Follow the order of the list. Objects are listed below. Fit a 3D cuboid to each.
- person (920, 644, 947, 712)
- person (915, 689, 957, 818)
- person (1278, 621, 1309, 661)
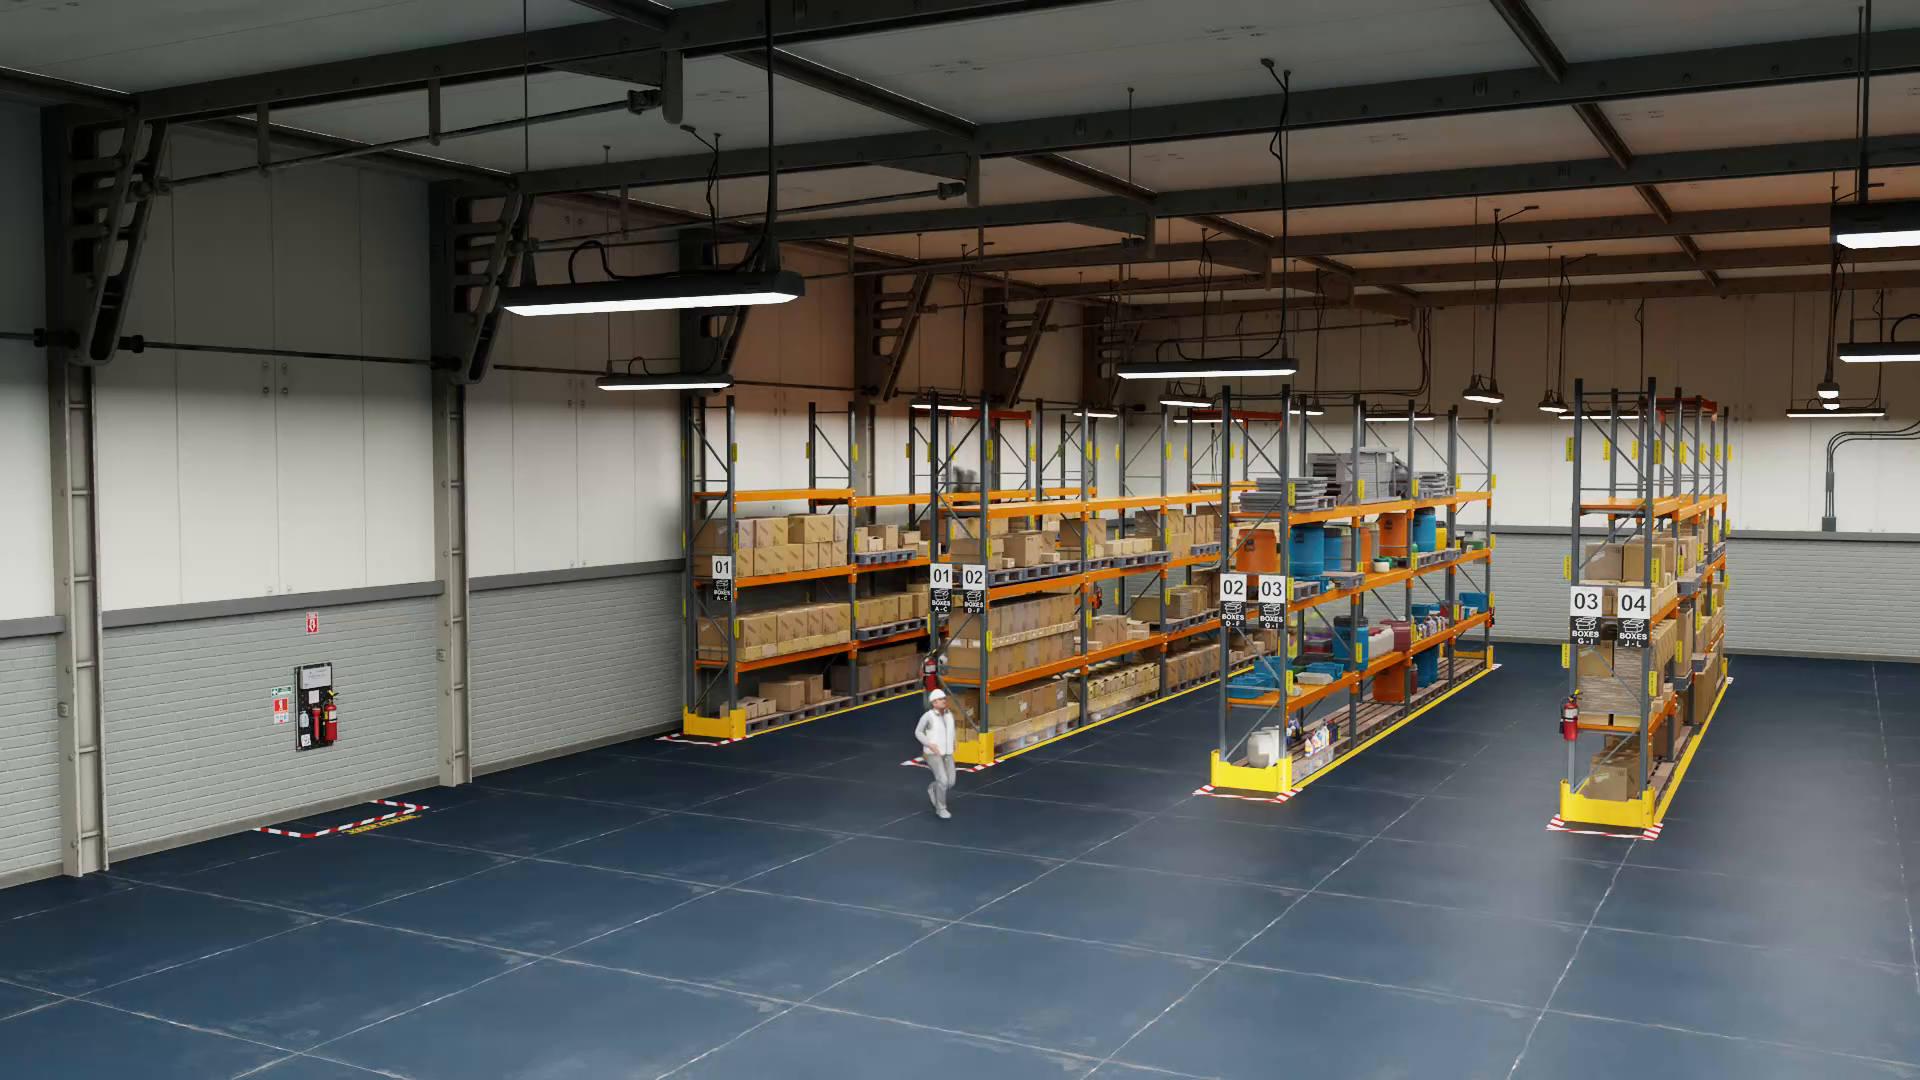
[{"bbox_3d":[-0.442,2.643,29.862,0.593,1.652,0.910,1,3,23],"label":"person"},{"bbox_3d":[-0.326,2.926,22.941,0.670,1.746,0.617,-2,4,-38],"label":"person"},{"bbox_3d":[6.483,2.431,32.346,0.674,1.721,0.569,2,3,30],"label":"person"}]
